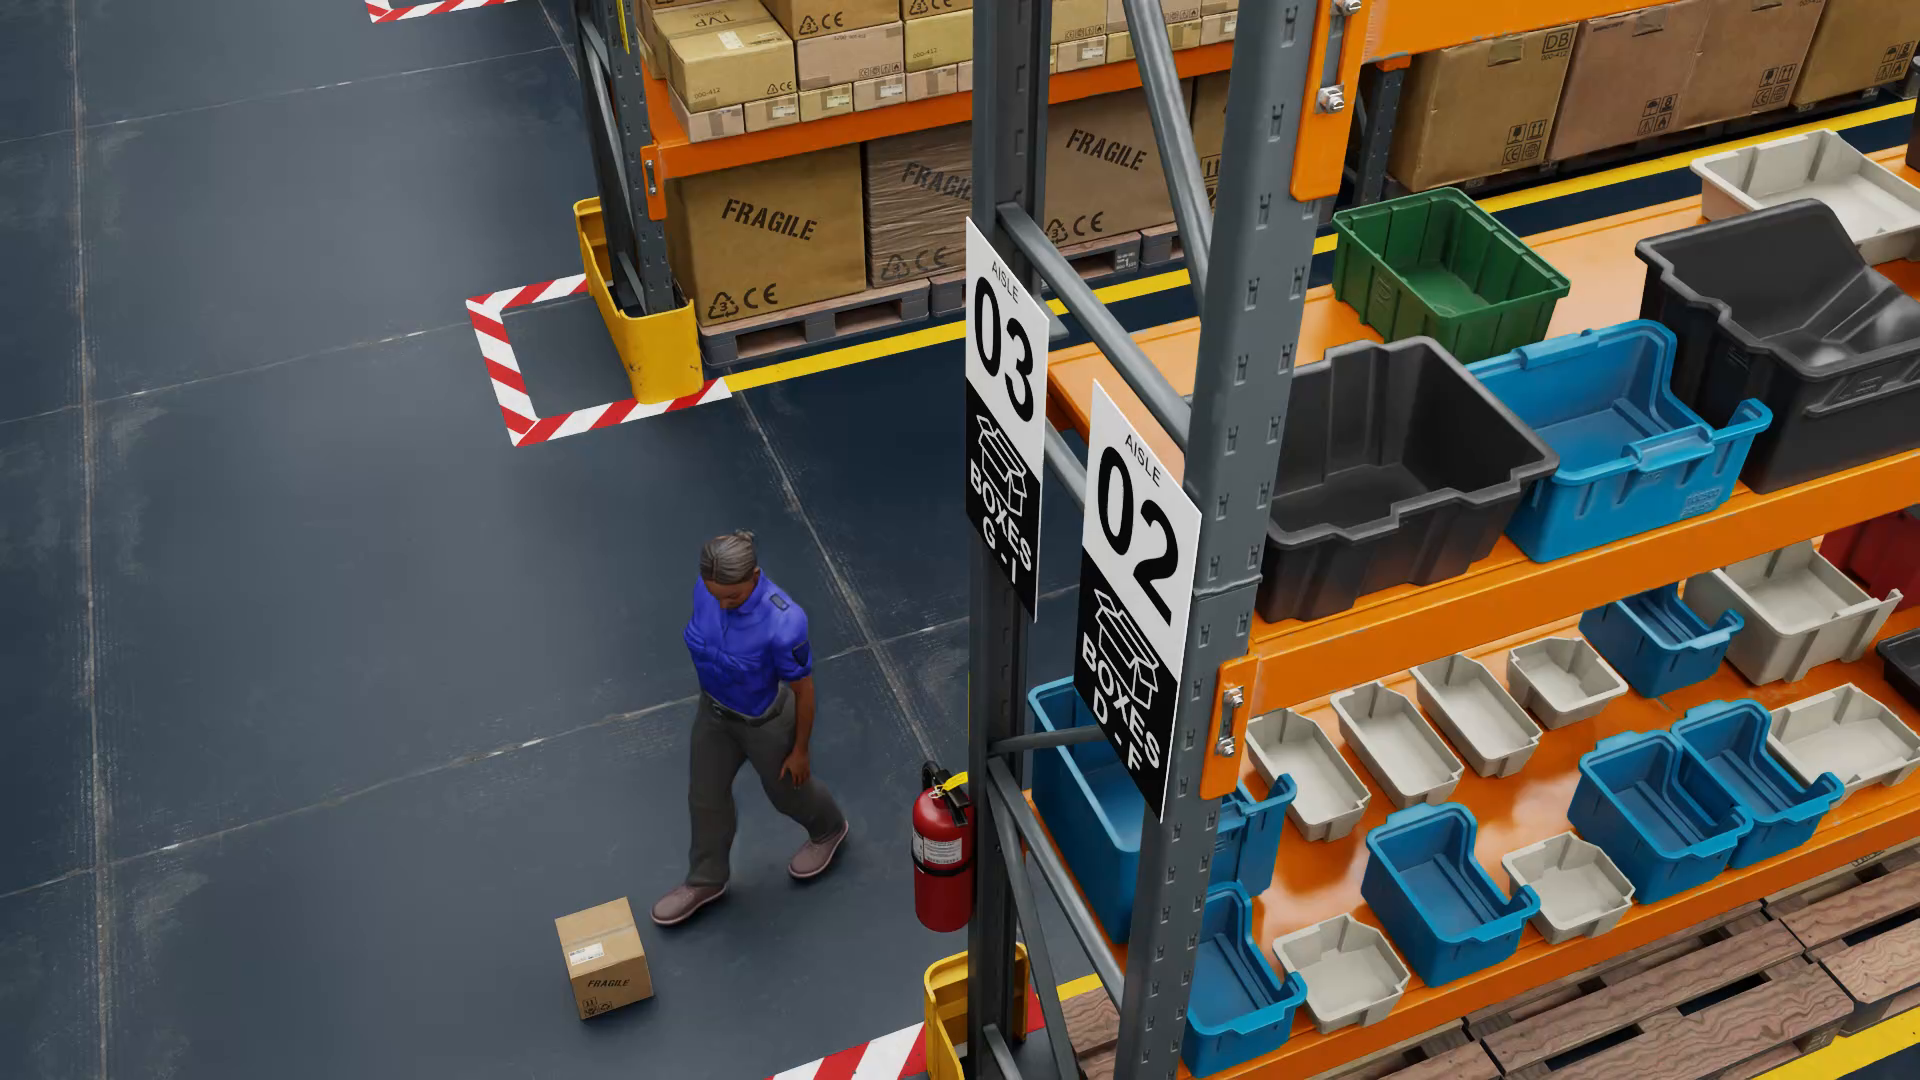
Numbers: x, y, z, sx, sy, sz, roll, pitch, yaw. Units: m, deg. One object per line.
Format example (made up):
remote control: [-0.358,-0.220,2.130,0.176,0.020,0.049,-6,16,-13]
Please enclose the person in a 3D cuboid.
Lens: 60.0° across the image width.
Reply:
person: [-0.723,0.632,5.459,0.495,1.614,0.744,27,49,27]
